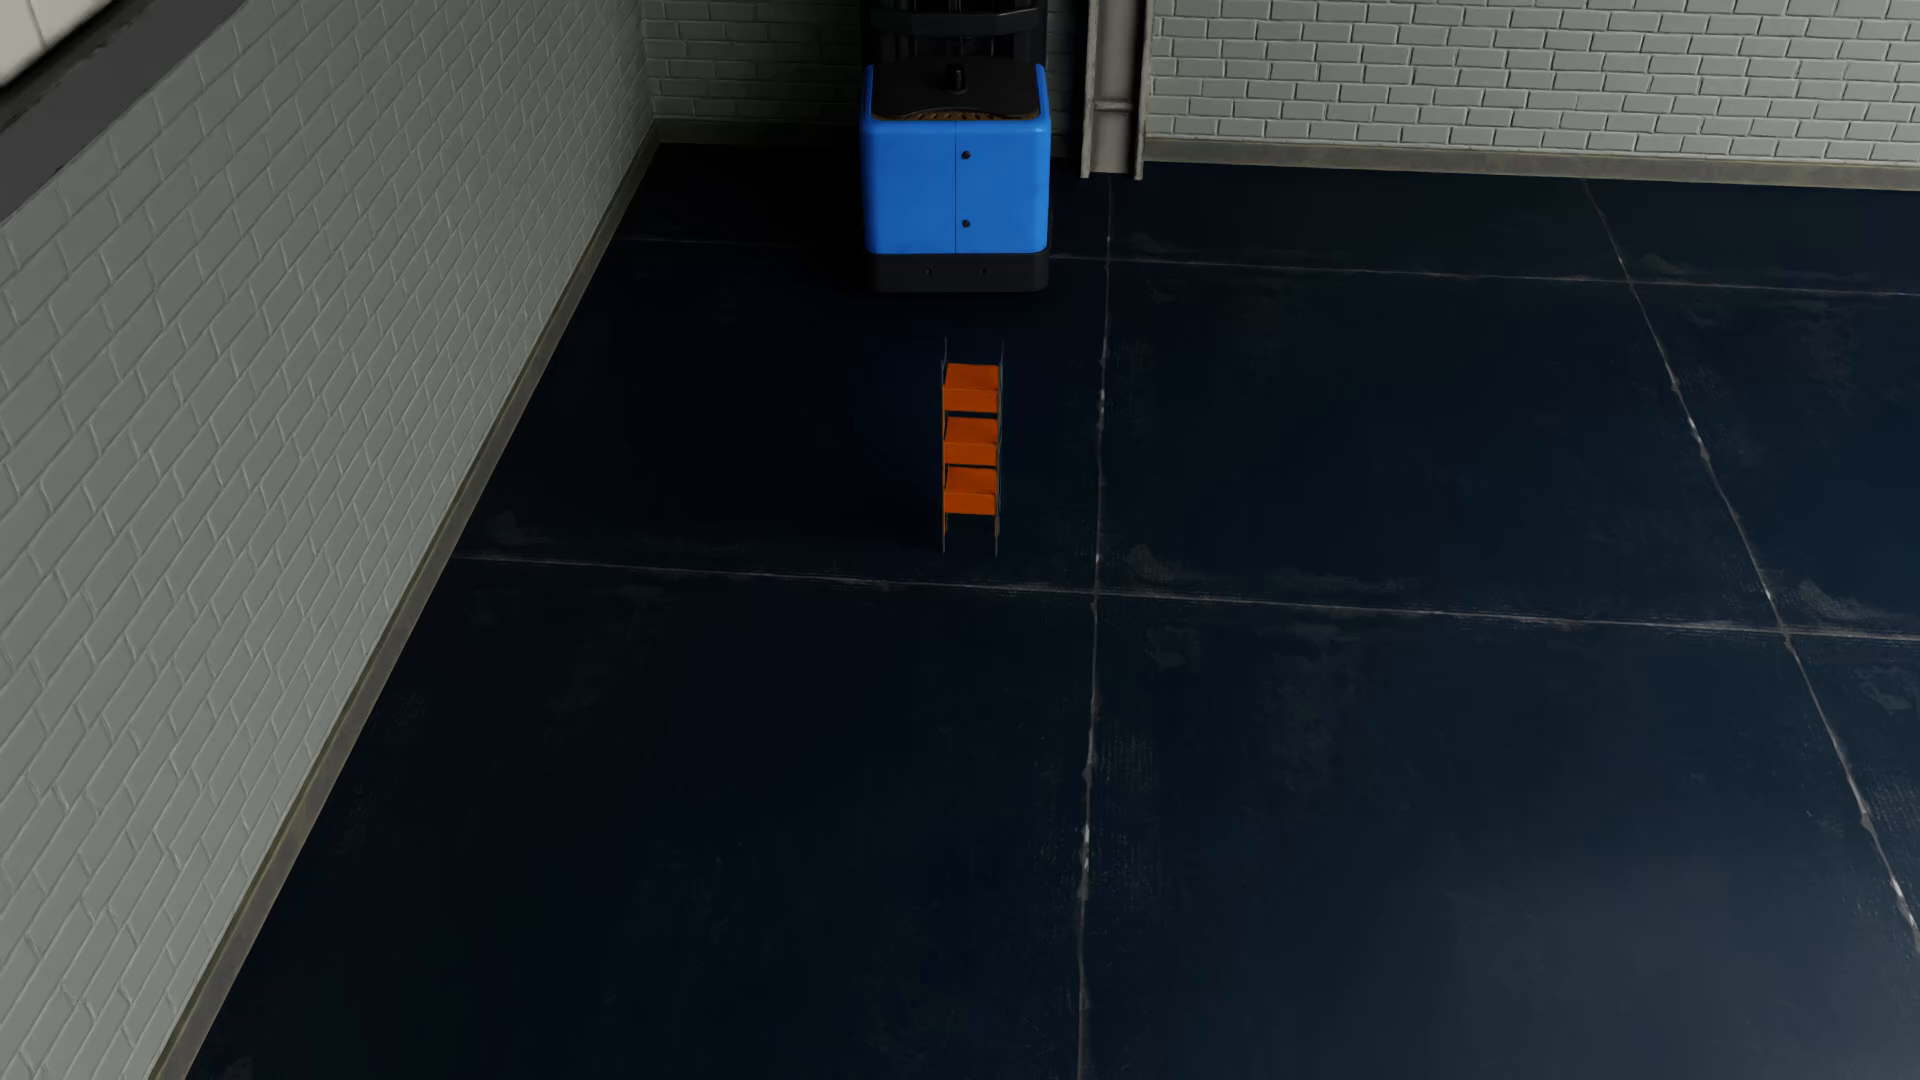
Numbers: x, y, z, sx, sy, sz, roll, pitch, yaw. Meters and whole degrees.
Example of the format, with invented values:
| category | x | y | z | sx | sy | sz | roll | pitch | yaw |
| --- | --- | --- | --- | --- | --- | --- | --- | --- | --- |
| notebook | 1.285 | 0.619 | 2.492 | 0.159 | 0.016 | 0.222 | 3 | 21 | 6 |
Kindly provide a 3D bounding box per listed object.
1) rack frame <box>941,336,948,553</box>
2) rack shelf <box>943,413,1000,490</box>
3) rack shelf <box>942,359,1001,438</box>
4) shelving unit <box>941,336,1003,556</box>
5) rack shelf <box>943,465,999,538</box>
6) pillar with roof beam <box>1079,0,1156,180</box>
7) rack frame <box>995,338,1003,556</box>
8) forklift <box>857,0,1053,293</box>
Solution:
| category | x | y | z | sx | sy | sz | roll | pitch | yaw |
| --- | --- | --- | --- | --- | --- | --- | --- | --- | --- |
| rack frame | -0.068 | -0.411 | 7.423 | 0.008 | 1.050 | 0.200 | 3 | 39 | 4 |
| rack shelf | 0.053 | -0.396 | 7.422 | 0.240 | 0.259 | 0.215 | 3 | 39 | 4 |
| rack shelf | 0.053 | -0.616 | 7.243 | 0.240 | 0.259 | 0.215 | 3 | 39 | 4 |
| shelving unit | 0.053 | -0.404 | 7.415 | 0.252 | 1.050 | 0.215 | 3 | 39 | 4 |
| rack shelf | 0.053 | -0.180 | 7.597 | 0.240 | 0.259 | 0.215 | 3 | 39 | 4 |
| pillar with roof beam | 0.601 | -3.174 | 4.522 | 0.400 | 9.000 | 9.100 | 3 | 39 | 4 |
| rack frame | 0.175 | -0.398 | 7.407 | 0.008 | 1.050 | 0.200 | 3 | 39 | 4 |
| forklift | -0.040 | -3.428 | 9.640 | 1.130 | 2.935 | 3.031 | 0 | 39 | 0 |
